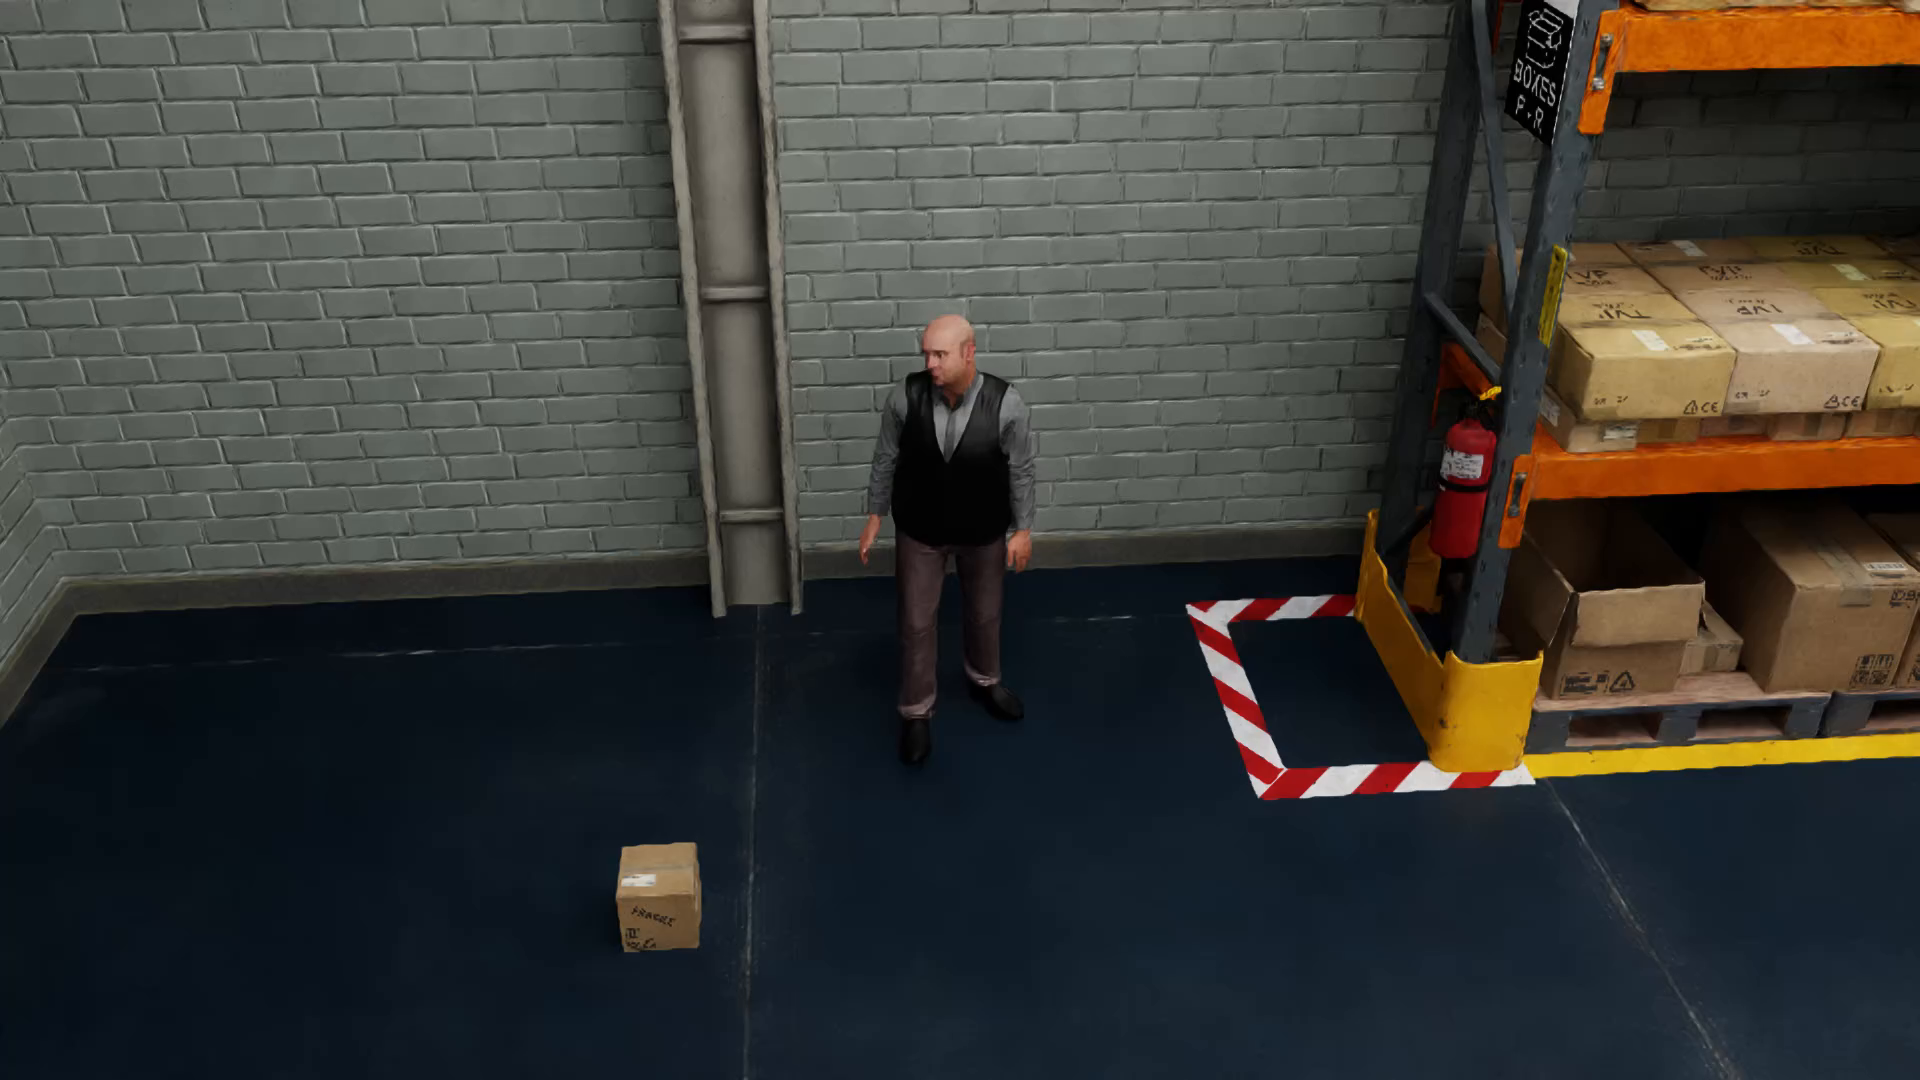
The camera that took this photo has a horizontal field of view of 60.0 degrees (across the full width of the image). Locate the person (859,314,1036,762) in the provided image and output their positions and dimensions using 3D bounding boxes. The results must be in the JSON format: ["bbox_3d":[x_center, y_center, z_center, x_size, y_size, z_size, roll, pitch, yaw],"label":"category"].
[{"bbox_3d":[-0.051,0.031,6.142,0.650,1.633,0.577,1,31,1],"label":"person"}]
